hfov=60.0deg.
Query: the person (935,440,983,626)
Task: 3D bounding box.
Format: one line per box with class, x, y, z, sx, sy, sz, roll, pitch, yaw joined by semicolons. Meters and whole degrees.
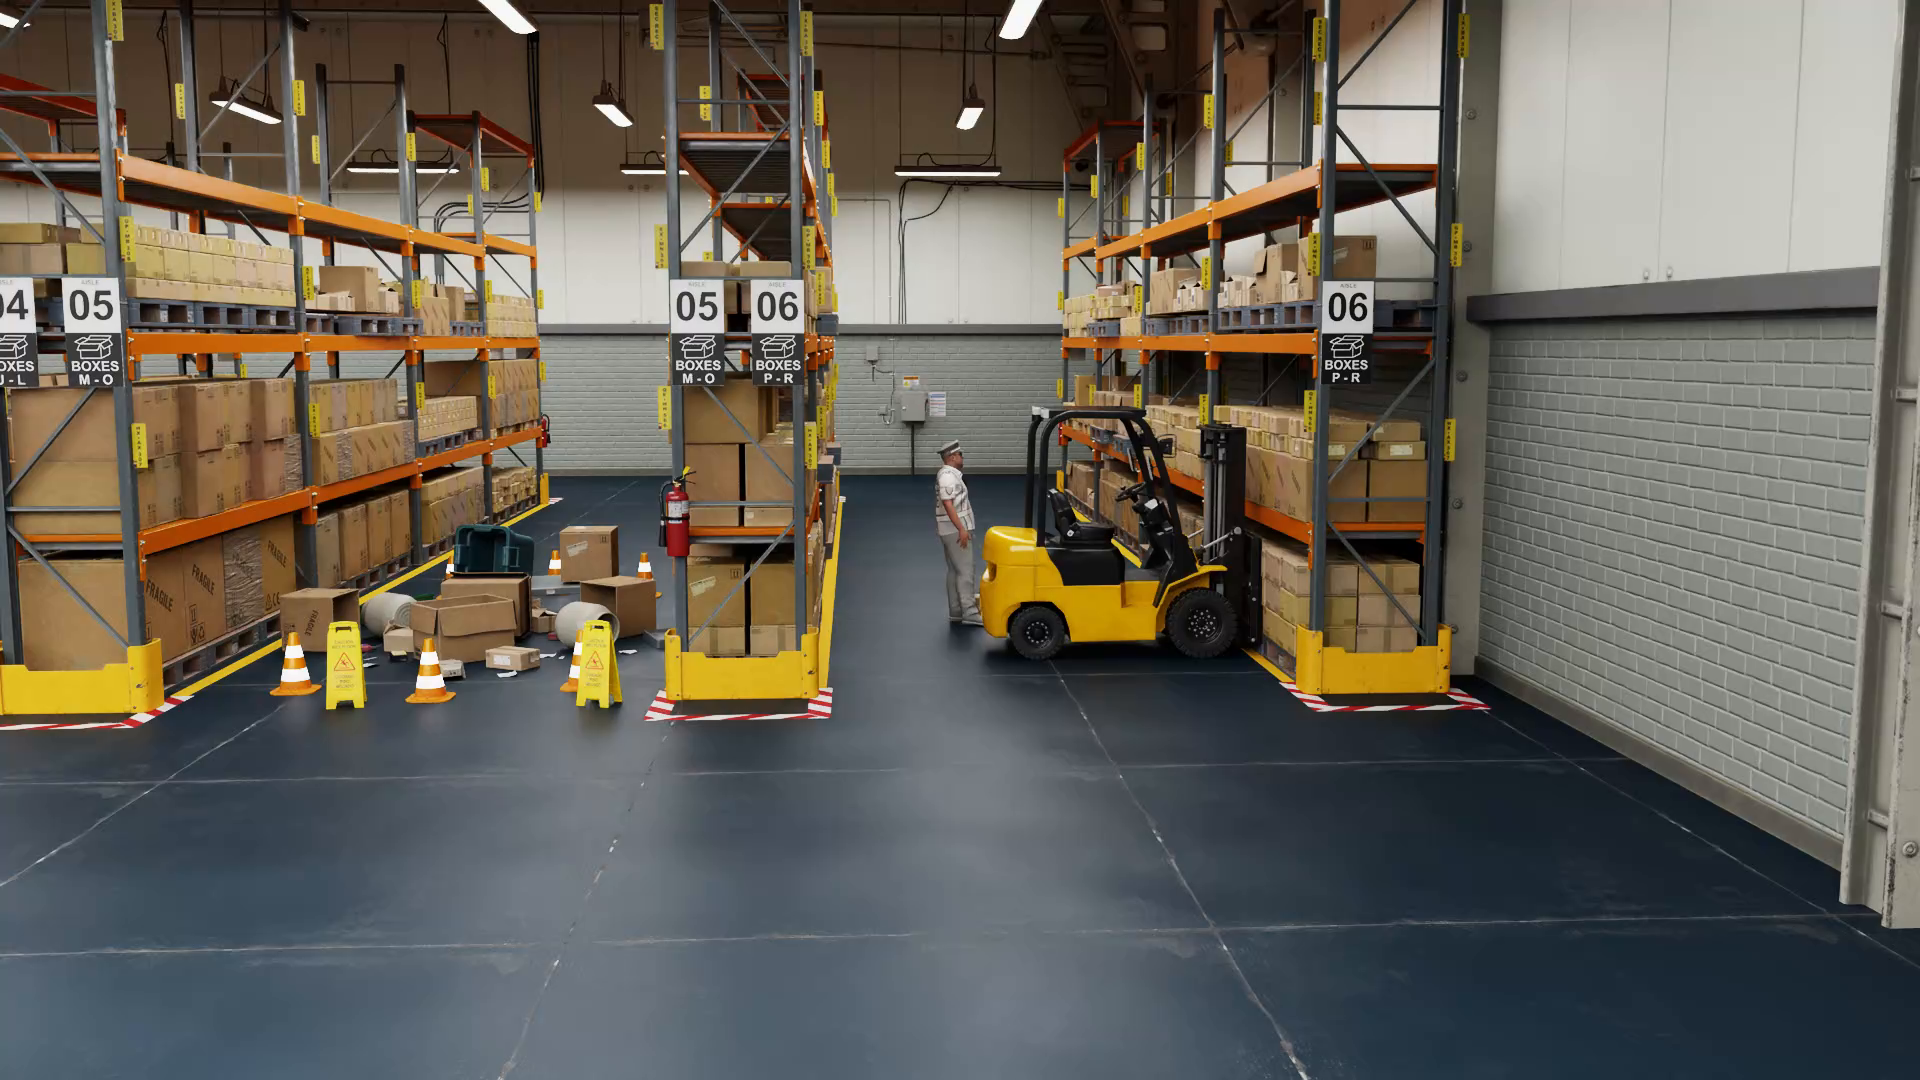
person;0.043;-0.089;16.259;0.575;1.780;0.640;0;7;-4
